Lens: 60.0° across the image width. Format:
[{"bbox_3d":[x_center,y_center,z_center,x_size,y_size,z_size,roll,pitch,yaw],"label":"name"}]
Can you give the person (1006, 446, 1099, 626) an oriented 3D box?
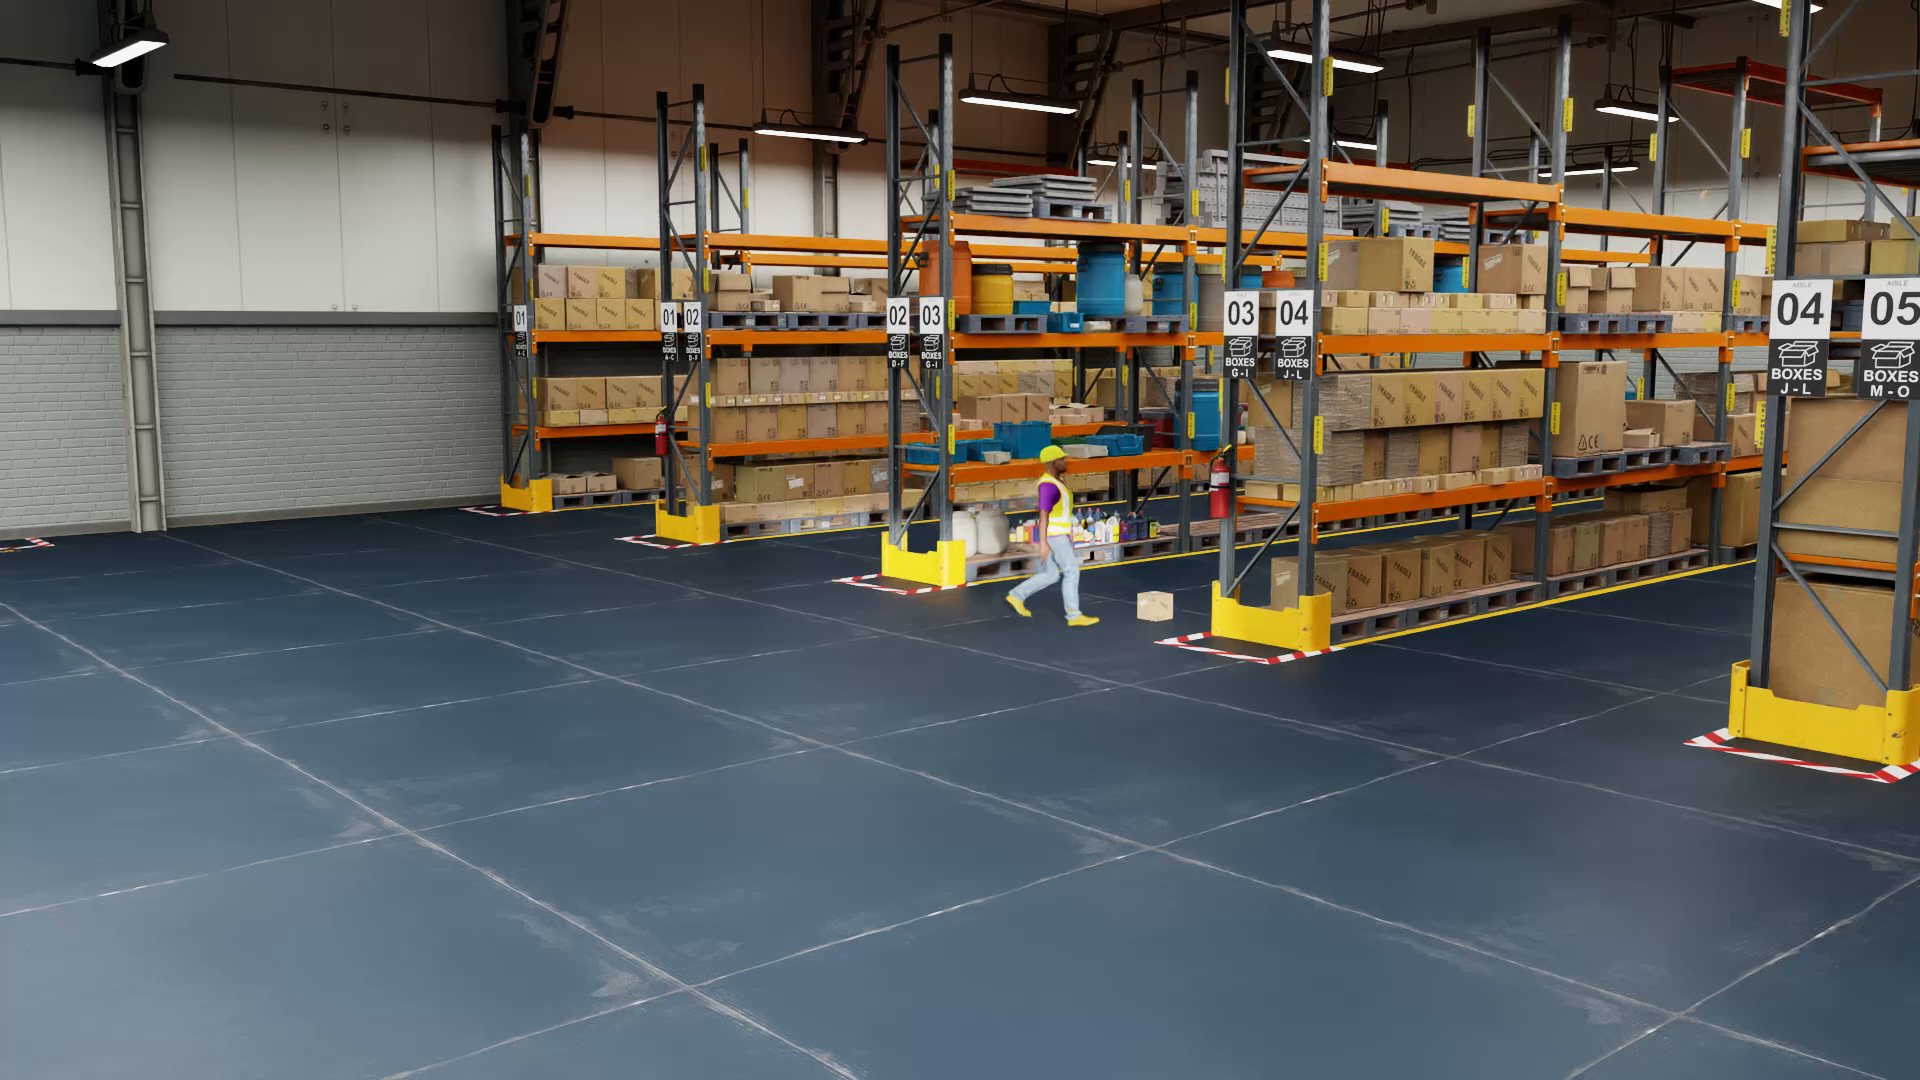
[{"bbox_3d":[0.890,-0.044,16.057,0.930,1.739,0.660,1,7,8],"label":"person"}]
